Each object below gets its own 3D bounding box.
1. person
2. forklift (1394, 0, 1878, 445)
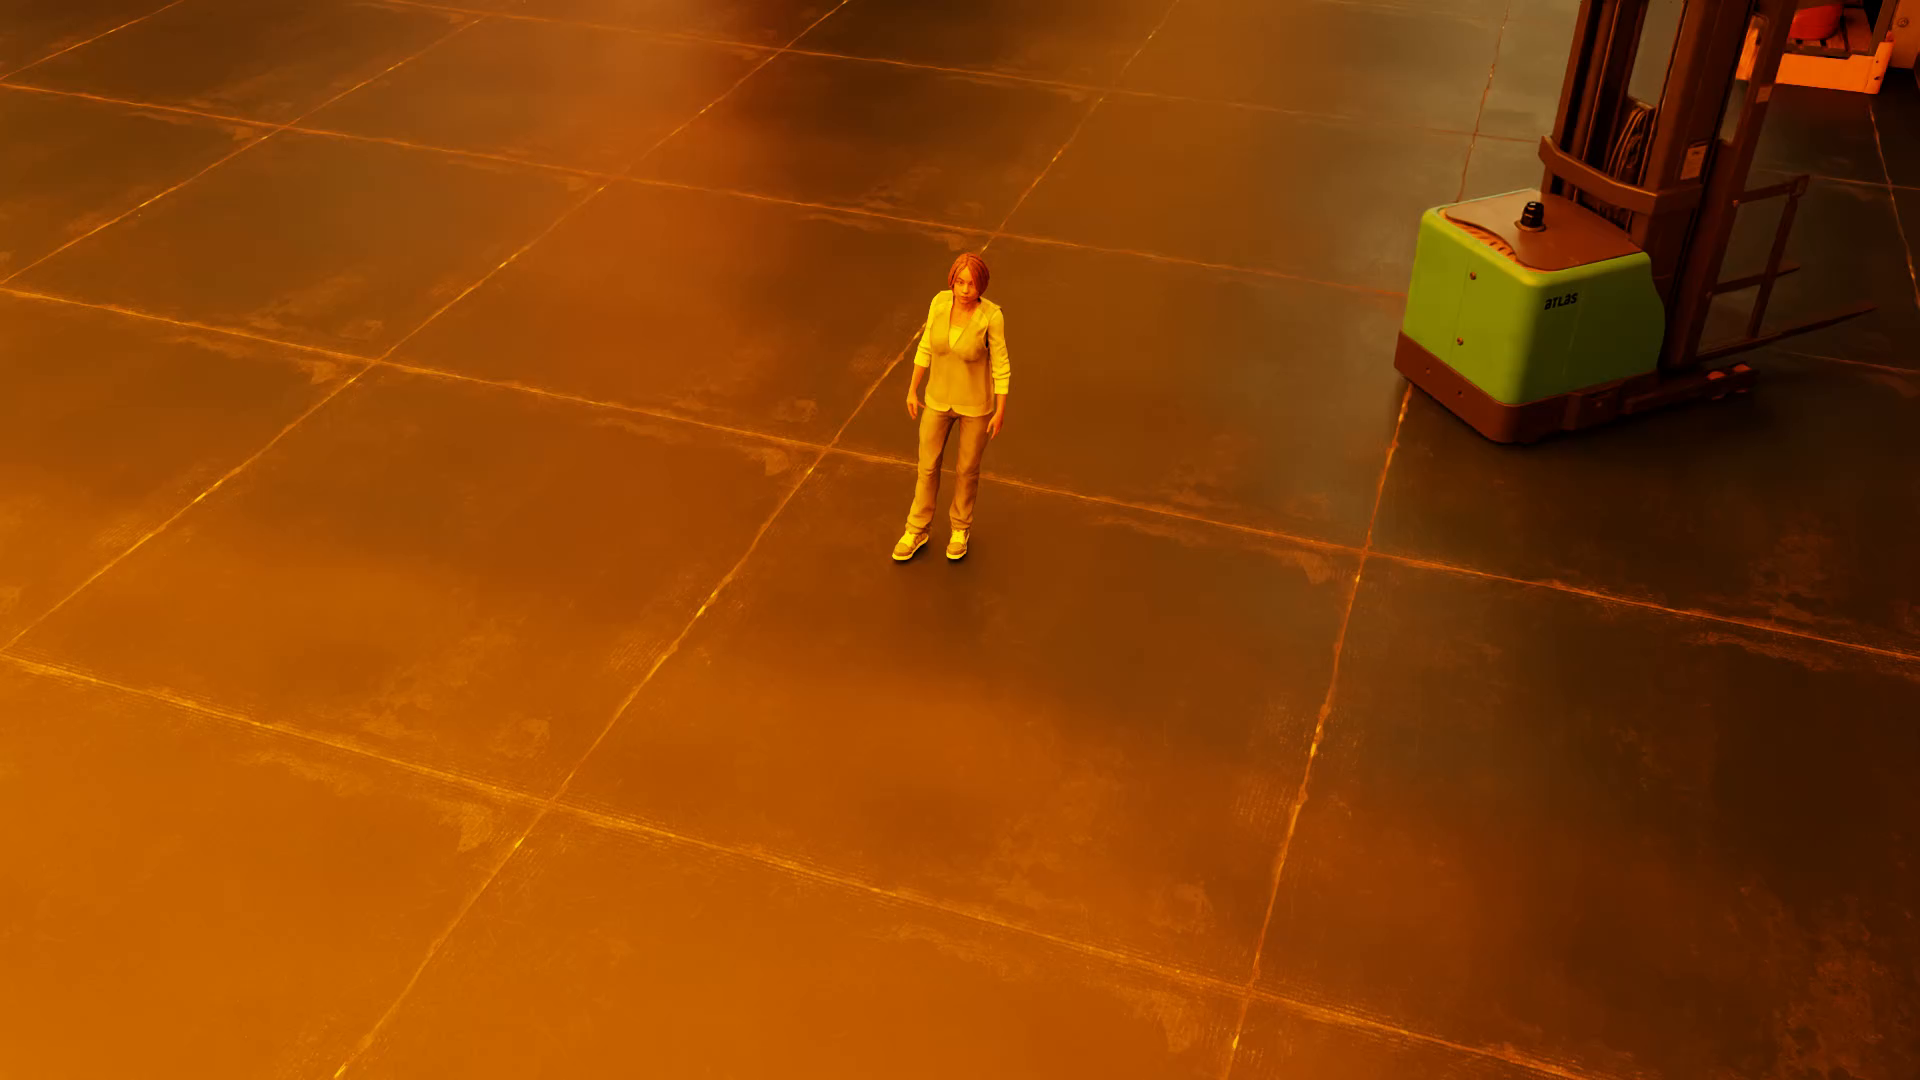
[{"bbox_3d":[-0.038,-0.620,8.125,0.520,1.599,0.473,12,37,16],"label":"person"},{"bbox_3d":[4.172,-2.288,9.338,3.031,2.935,1.130,-14,38,-19],"label":"forklift"}]
